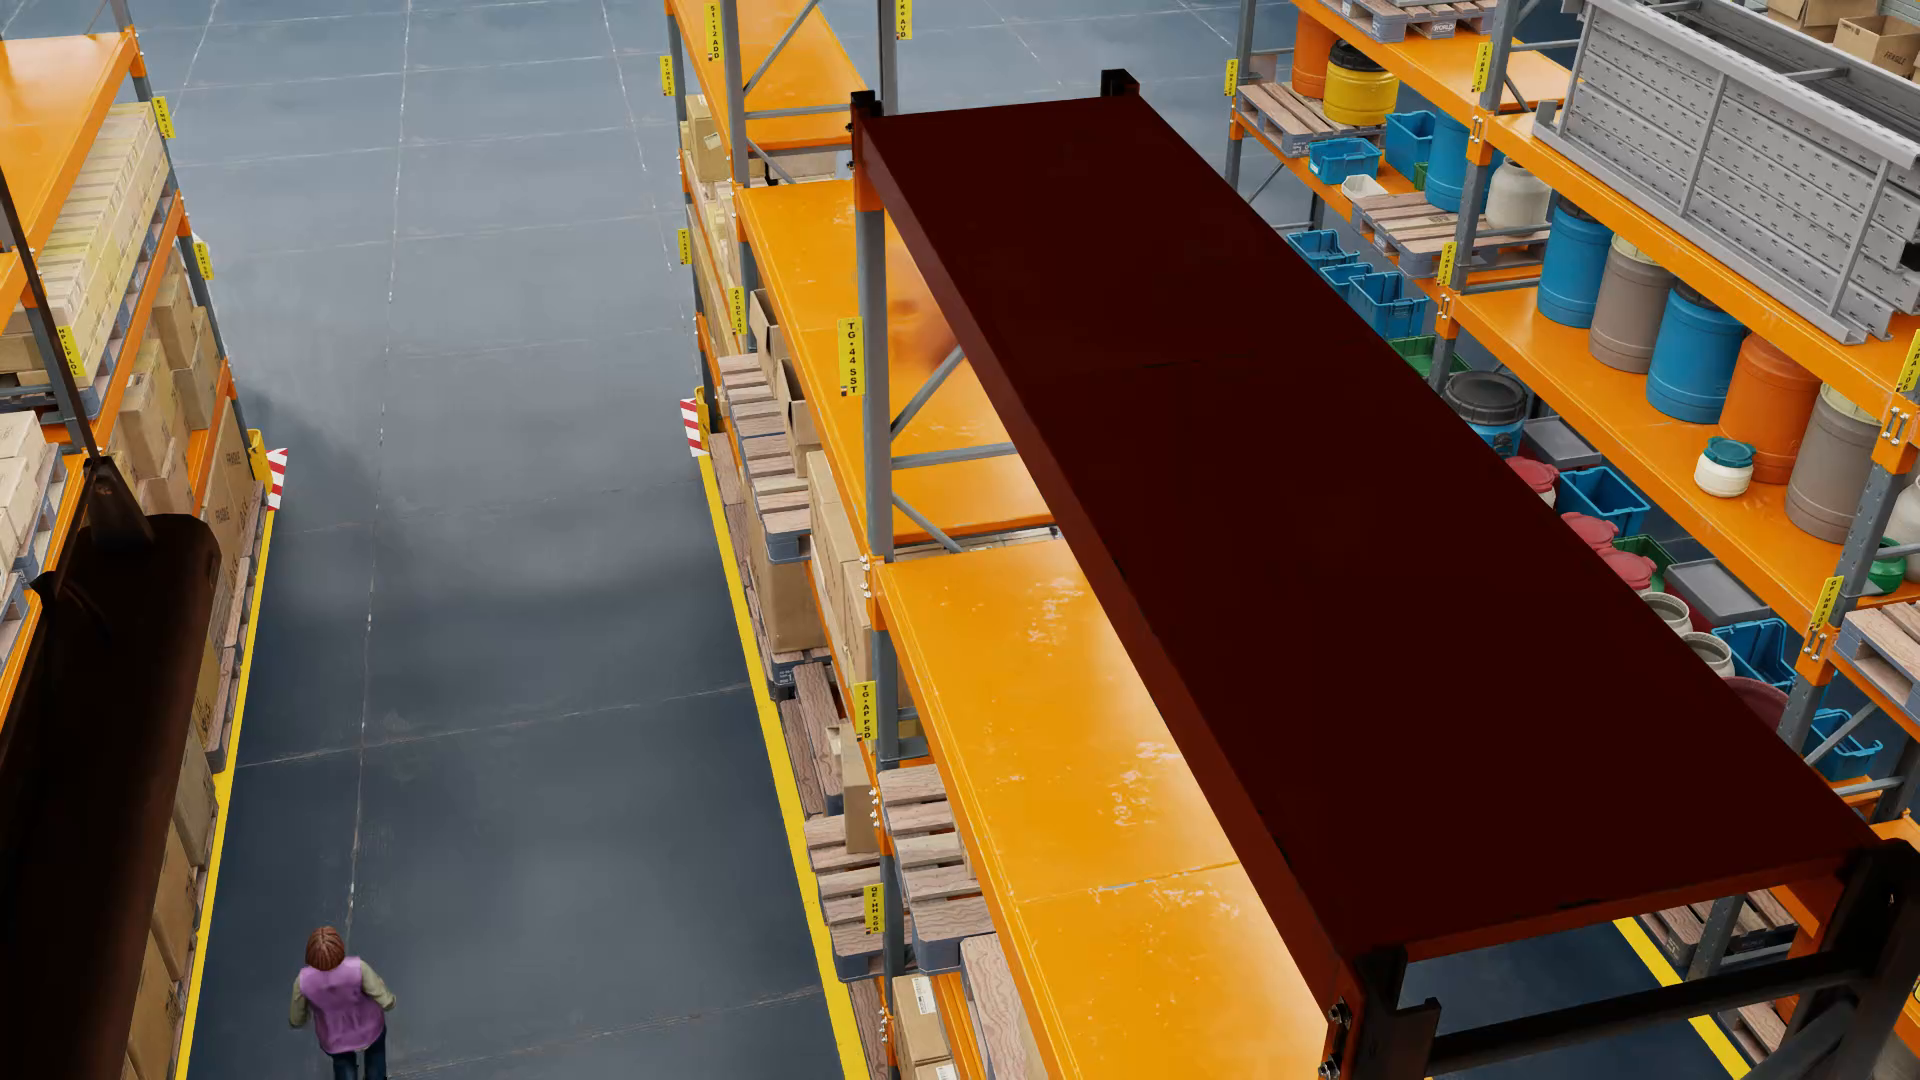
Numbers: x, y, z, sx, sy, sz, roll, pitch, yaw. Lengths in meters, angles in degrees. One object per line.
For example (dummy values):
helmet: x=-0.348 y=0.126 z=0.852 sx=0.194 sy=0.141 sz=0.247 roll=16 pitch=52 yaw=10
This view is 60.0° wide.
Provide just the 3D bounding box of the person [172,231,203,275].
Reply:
person: x=-7.711 y=-2.464 z=16.135 sx=0.782 sy=1.812 sz=0.696 roll=23 pitch=41 yaw=30

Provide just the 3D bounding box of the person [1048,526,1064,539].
person: x=0.627 y=0.473 z=11.913 sx=0.539 sy=1.754 sz=0.794 roll=-10 pitch=36 yaw=-14

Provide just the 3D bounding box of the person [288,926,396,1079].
person: x=-3.242 y=2.639 z=8.870 sx=0.534 sy=1.547 sz=0.566 roll=-9 pitch=35 yaw=-13
